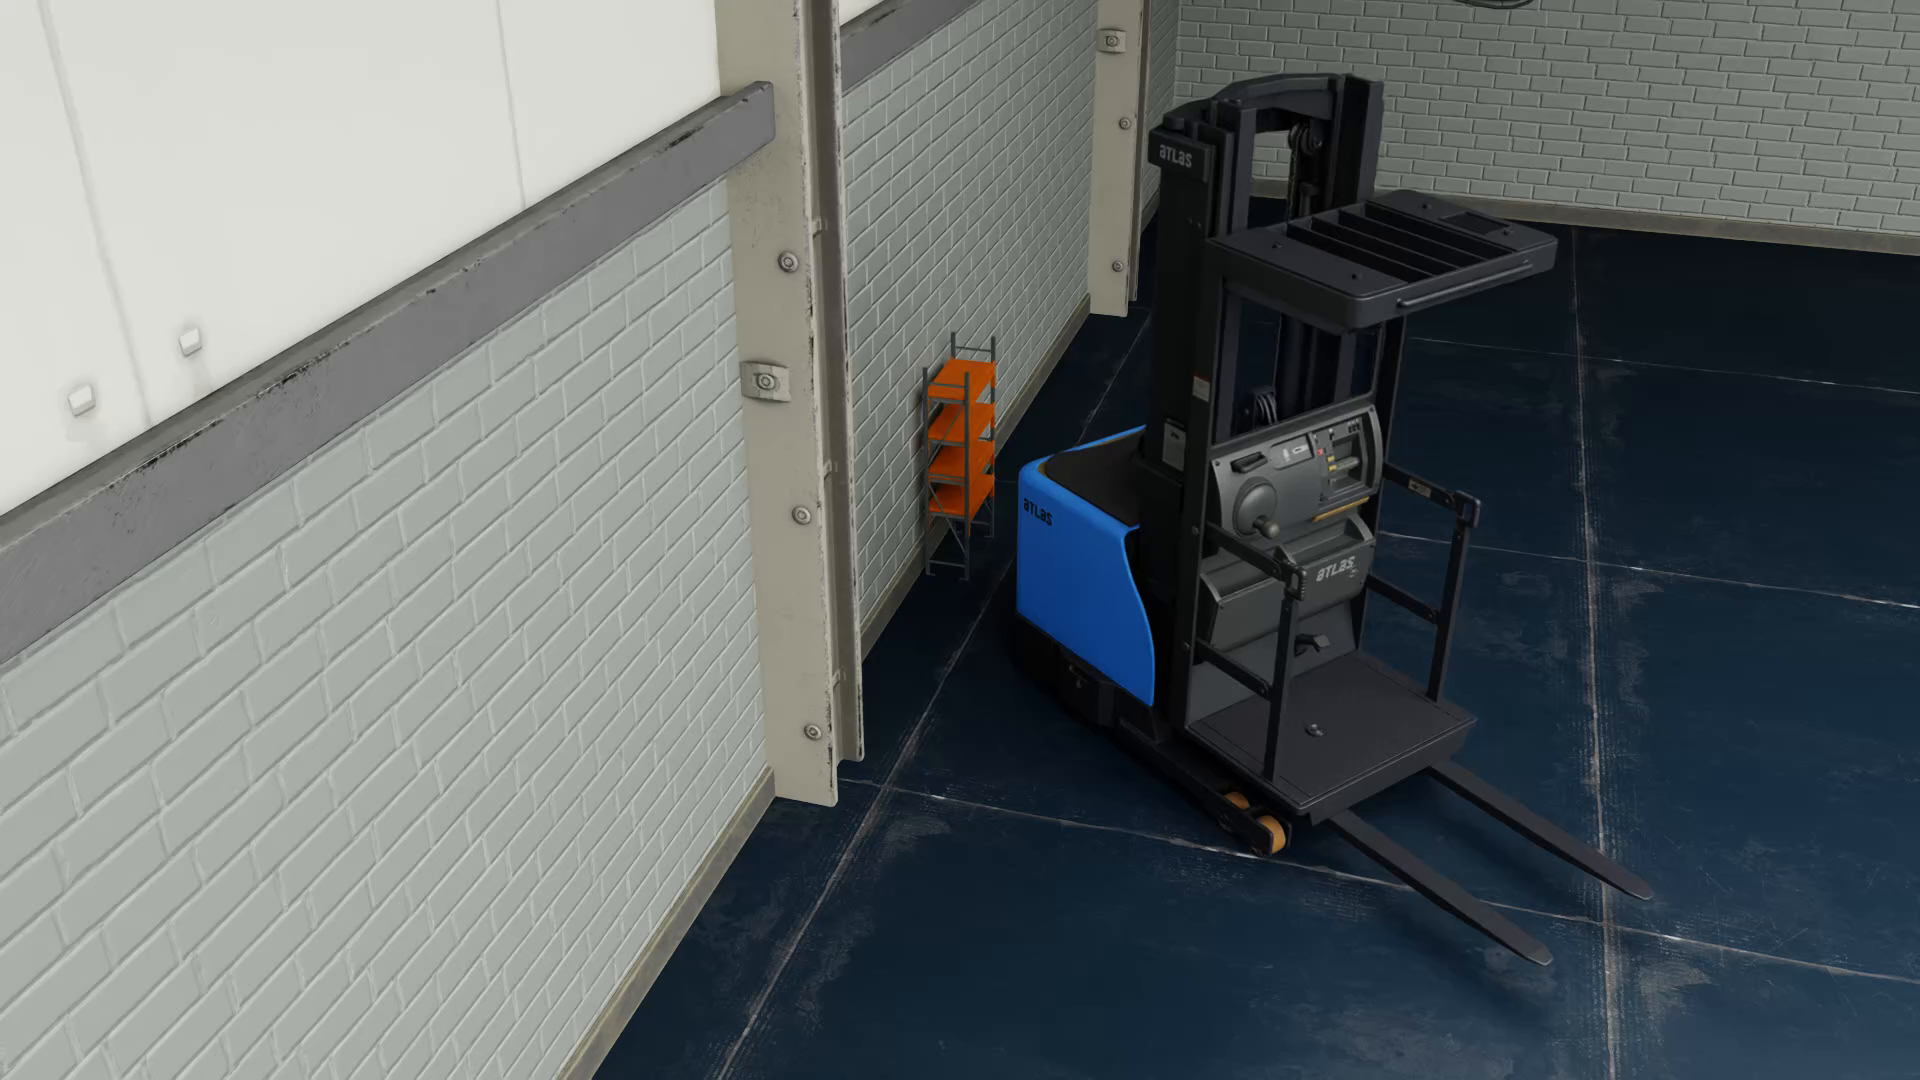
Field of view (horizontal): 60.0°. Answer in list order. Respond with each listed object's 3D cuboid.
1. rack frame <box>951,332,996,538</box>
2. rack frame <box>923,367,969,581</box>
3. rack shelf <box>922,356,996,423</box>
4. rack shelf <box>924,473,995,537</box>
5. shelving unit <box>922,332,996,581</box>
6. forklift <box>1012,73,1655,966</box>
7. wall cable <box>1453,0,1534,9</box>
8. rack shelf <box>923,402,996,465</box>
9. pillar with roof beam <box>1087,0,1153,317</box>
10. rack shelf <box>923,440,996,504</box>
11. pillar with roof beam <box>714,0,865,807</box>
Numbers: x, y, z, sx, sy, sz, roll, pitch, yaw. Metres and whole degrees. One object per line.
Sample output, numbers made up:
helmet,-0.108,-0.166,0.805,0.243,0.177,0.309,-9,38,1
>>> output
rack frame,0.070,-0.553,9.009,0.240,1.200,0.015,8,30,15
rack frame,-0.069,-0.326,8.601,0.240,1.200,0.015,8,30,15
rack shelf,0.000,-0.783,8.614,0.258,0.148,0.480,8,30,15
rack shelf,0.001,-0.207,8.934,0.258,0.148,0.480,8,30,15
shelving unit,0.001,-0.439,8.805,0.258,1.200,0.503,8,30,15
forklift,1.513,-0.239,6.666,1.130,2.935,3.031,-19,34,-30
wall cable,3.256,-5.505,13.084,3.097,2.526,0.112,8,30,15
rack shelf,0.000,-0.576,8.729,0.258,0.148,0.480,8,30,15
pillar with roof beam,5.242,-5.067,9.103,9.100,9.000,0.400,8,30,15
rack shelf,0.001,-0.381,8.838,0.258,0.148,0.480,8,30,15
pillar with roof beam,3.481,-2.279,4.090,9.100,9.000,0.400,8,30,15
